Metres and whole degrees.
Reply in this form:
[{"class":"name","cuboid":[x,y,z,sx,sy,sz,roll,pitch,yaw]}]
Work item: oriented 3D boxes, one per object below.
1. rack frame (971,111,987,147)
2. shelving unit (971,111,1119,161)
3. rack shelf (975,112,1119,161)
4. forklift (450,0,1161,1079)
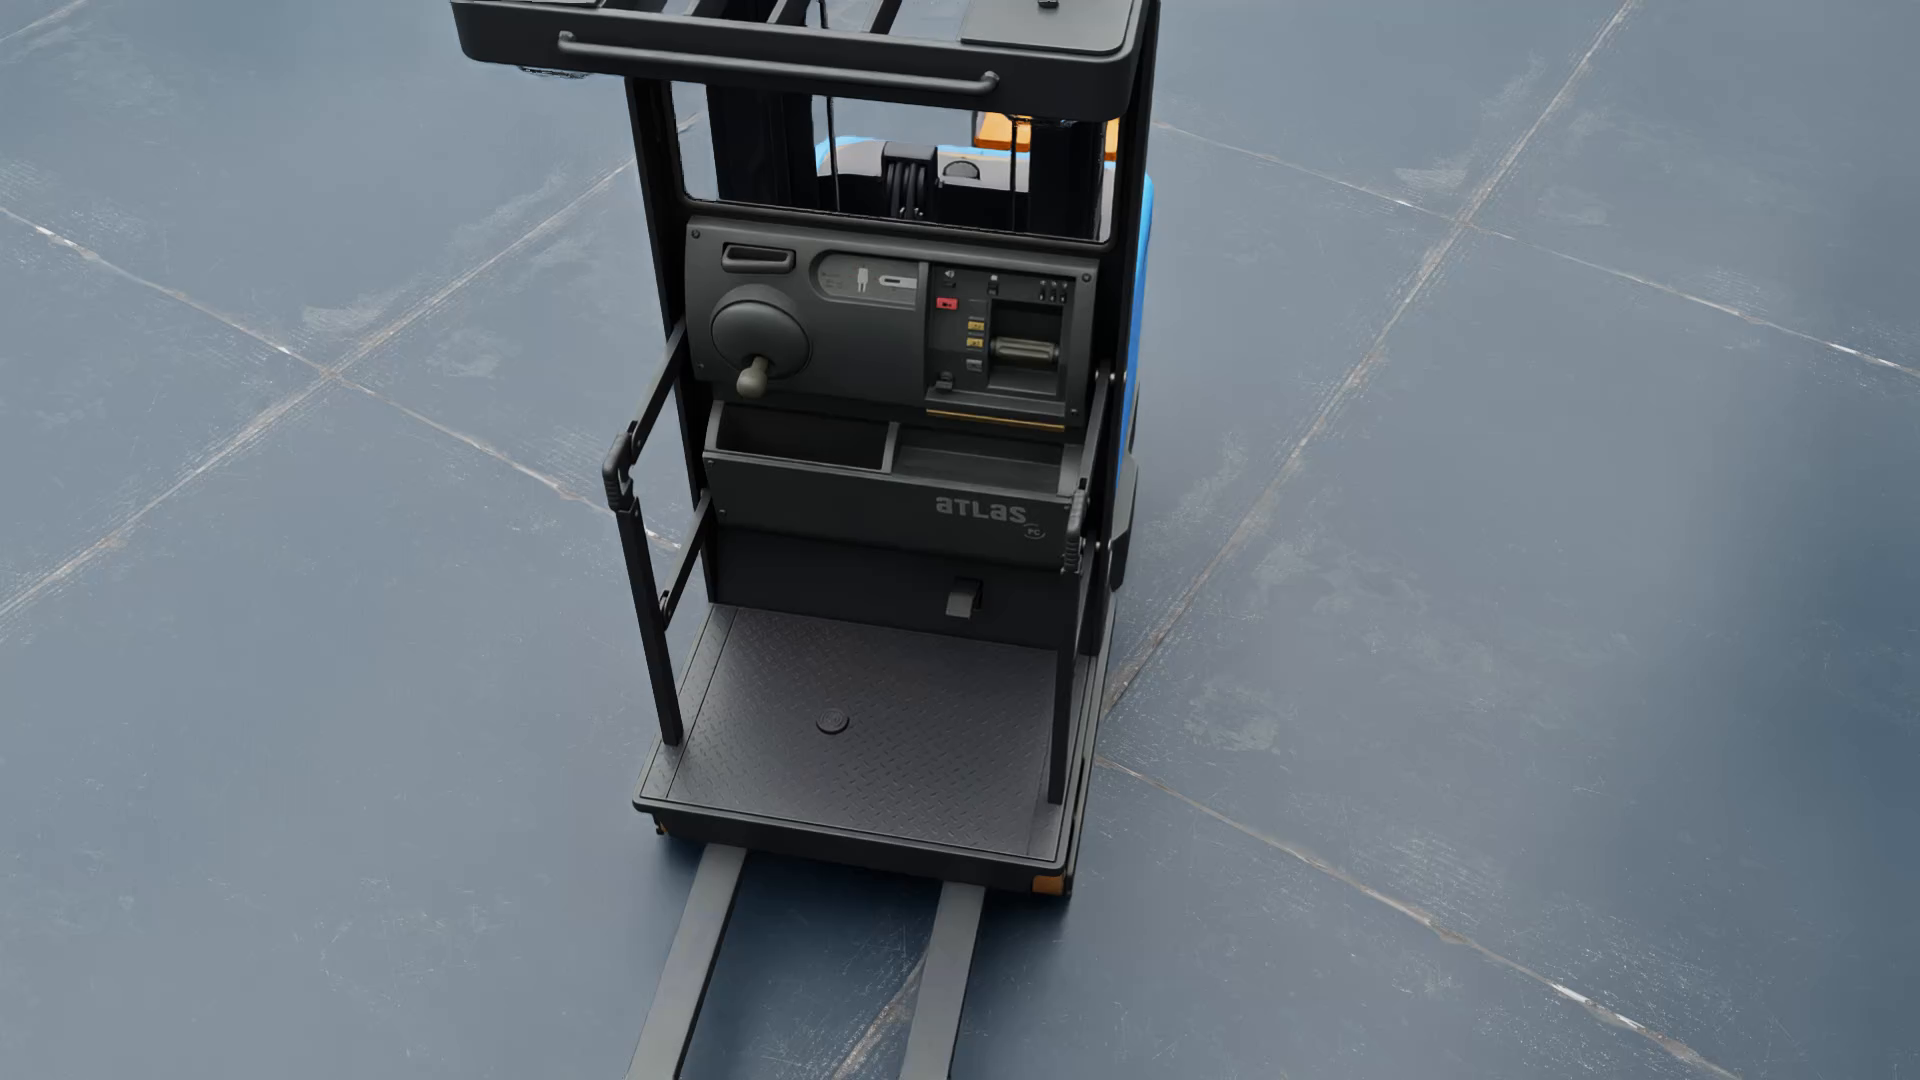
[{"class":"rack frame","cuboid":[0.063,-0.963,5.349,0.015,1.200,0.240,8,46,7]},{"class":"shelving unit","cuboid":[0.302,-0.931,5.318,0.503,1.200,0.258,8,46,7]},{"class":"rack shelf","cuboid":[0.303,-1.205,5.036,0.480,0.148,0.258,8,46,7]},{"class":"forklift","cuboid":[-0.200,-0.388,3.583,1.130,2.935,3.031,8,46,7]}]
